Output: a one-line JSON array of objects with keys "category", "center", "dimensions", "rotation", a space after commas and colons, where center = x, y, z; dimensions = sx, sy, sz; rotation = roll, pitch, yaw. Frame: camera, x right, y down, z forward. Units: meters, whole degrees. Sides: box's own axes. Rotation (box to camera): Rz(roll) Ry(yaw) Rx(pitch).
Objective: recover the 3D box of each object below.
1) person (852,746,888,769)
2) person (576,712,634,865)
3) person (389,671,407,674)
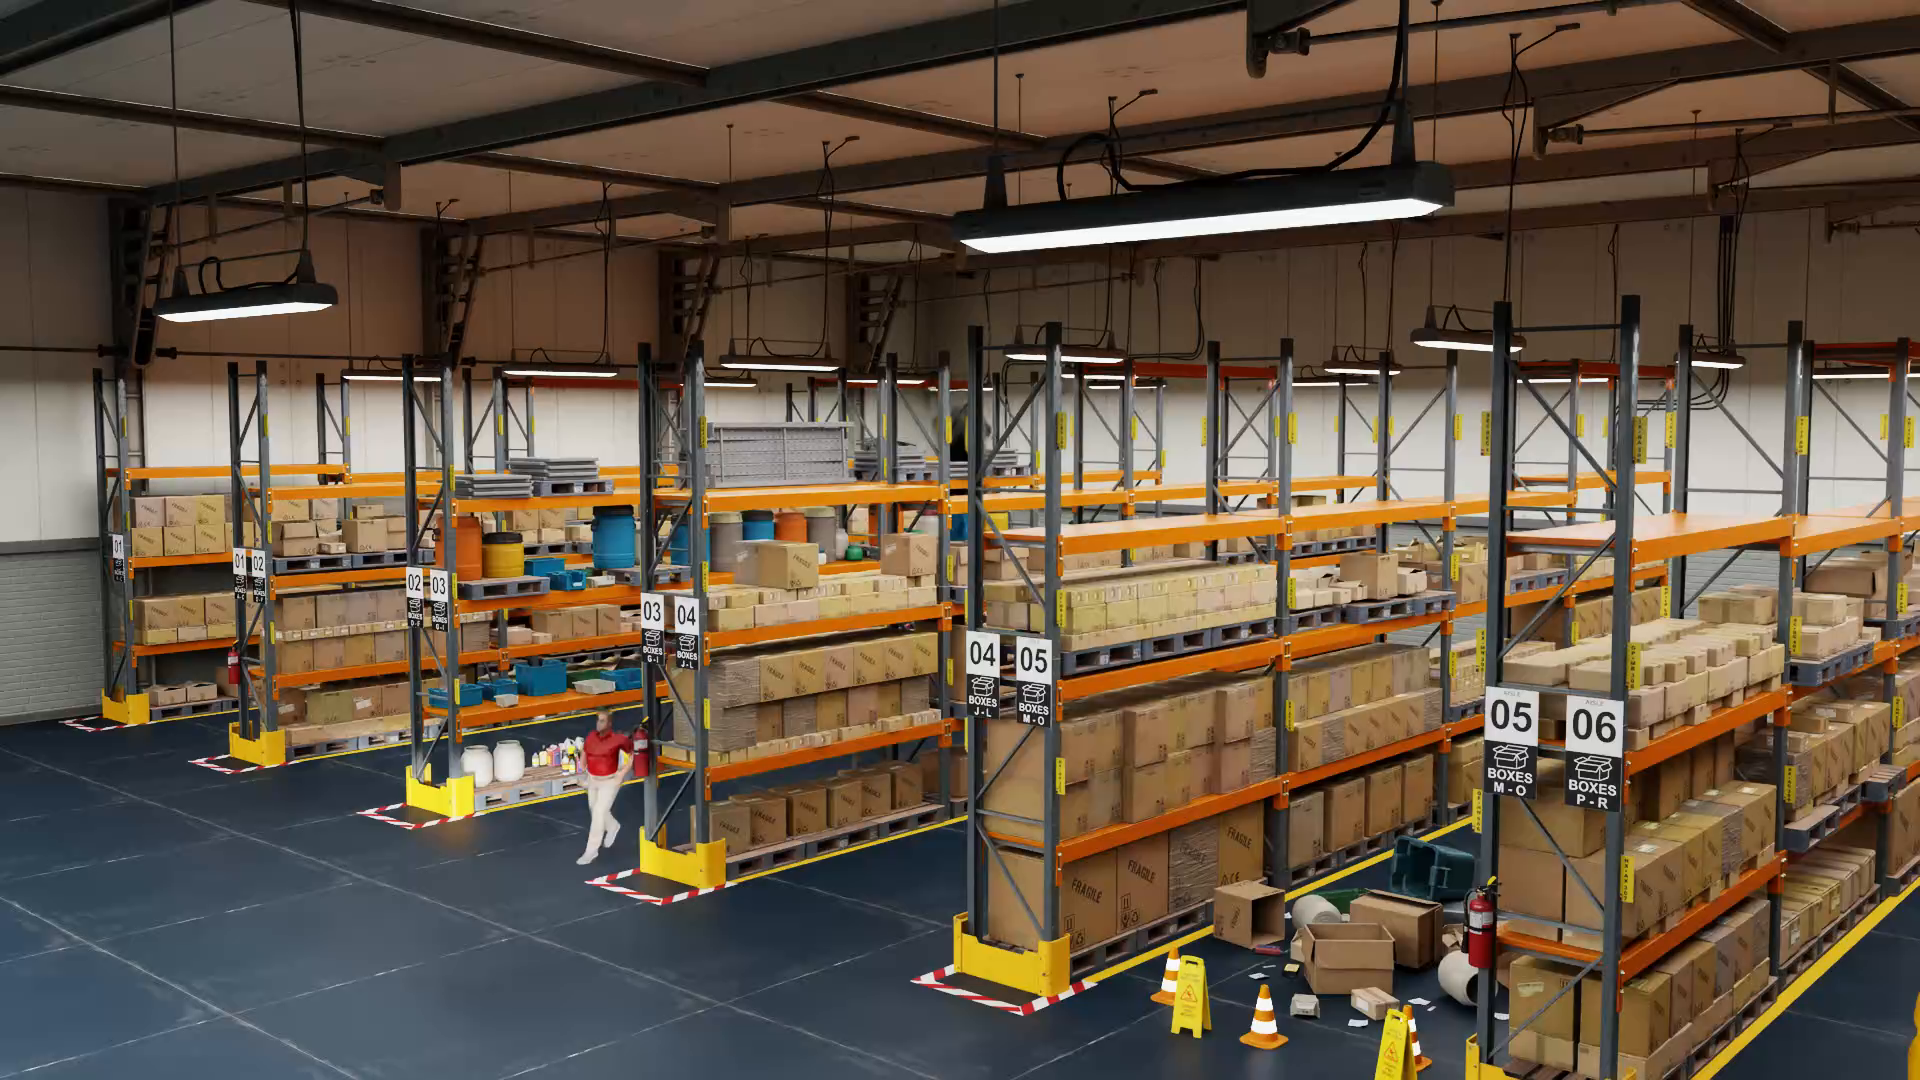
[{"category": "person", "center": [-1.329, 2.546, 24.177], "dimensions": [0.549, 1.743, 0.764], "rotation": [2, 5, 28]}, {"category": "person", "center": [-4.154, 2.873, 19.552], "dimensions": [0.691, 1.743, 0.889], "rotation": [2, 5, 25]}, {"category": "person", "center": [-9.656, 2.285, 28.651], "dimensions": [0.536, 1.565, 0.651], "rotation": [2, 5, 29]}]
